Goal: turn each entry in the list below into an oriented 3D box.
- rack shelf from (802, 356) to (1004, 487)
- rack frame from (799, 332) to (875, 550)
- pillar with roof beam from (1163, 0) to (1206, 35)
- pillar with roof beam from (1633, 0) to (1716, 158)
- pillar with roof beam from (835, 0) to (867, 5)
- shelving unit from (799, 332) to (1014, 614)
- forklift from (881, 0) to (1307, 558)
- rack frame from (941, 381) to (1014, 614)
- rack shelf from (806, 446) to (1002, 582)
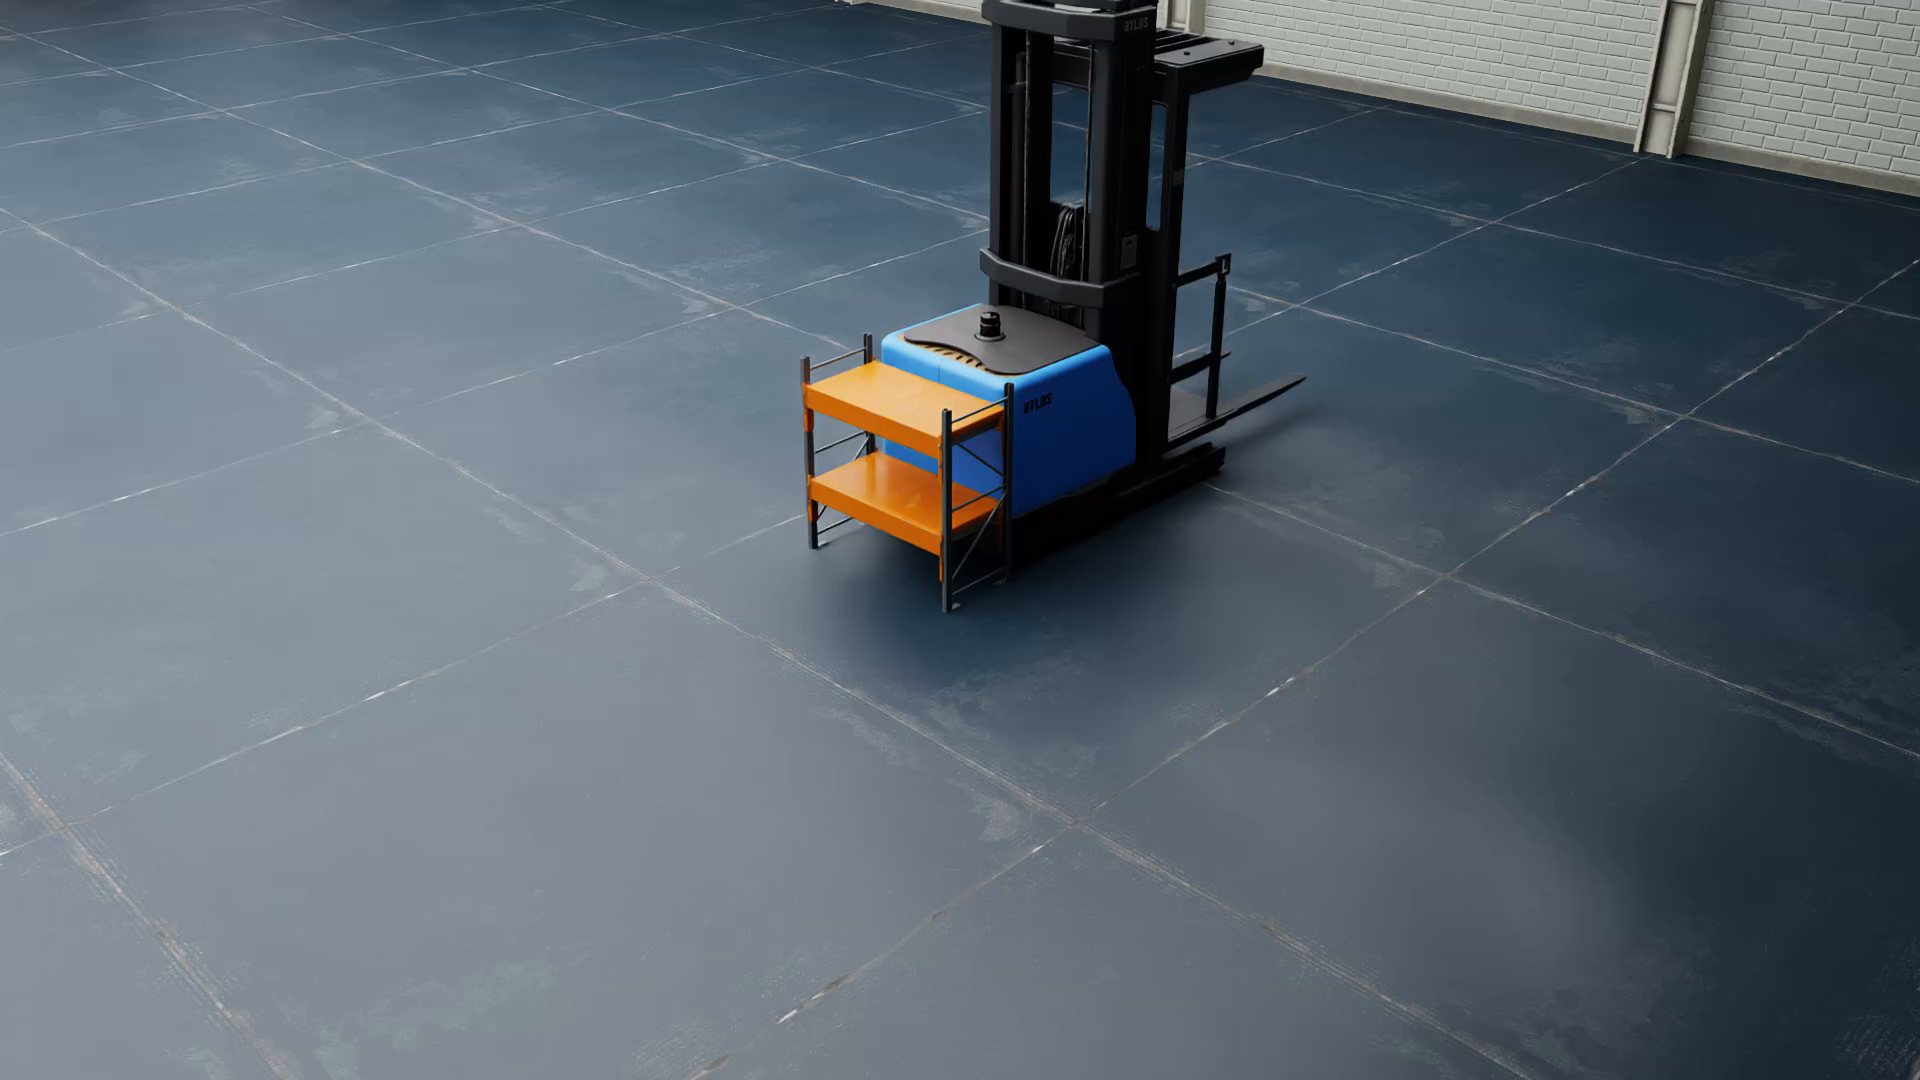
[{"bbox_3d":[-0.281,-0.630,8.610,1.000,0.278,0.538,23,36,37],"label":"rack shelf"},{"bbox_3d":[-0.653,-0.532,9.053,0.032,1.125,0.500,23,36,37],"label":"rack frame"},{"bbox_3d":[-0.309,-8.392,15.540,0.400,9.000,9.100,25,36,38],"label":"pillar with roof beam"},{"bbox_3d":[3.970,-6.434,11.817,0.400,9.000,9.100,25,36,38],"label":"pillar with roof beam"},{"bbox_3d":[-4.587,-10.349,19.263,0.400,9.000,9.100,25,36,38],"label":"pillar with roof beam"},{"bbox_3d":[-0.281,-0.371,8.746,1.048,1.125,0.538,23,36,37],"label":"shelving unit"},{"bbox_3d":[0.952,-1.784,9.494,3.031,2.935,1.130,-25,37,-39],"label":"forklift"},{"bbox_3d":[0.090,-0.209,8.439,0.032,1.125,0.500,23,36,37],"label":"rack frame"},{"bbox_3d":[-0.281,-0.154,8.860,1.000,0.278,0.538,23,36,37],"label":"rack shelf"}]
